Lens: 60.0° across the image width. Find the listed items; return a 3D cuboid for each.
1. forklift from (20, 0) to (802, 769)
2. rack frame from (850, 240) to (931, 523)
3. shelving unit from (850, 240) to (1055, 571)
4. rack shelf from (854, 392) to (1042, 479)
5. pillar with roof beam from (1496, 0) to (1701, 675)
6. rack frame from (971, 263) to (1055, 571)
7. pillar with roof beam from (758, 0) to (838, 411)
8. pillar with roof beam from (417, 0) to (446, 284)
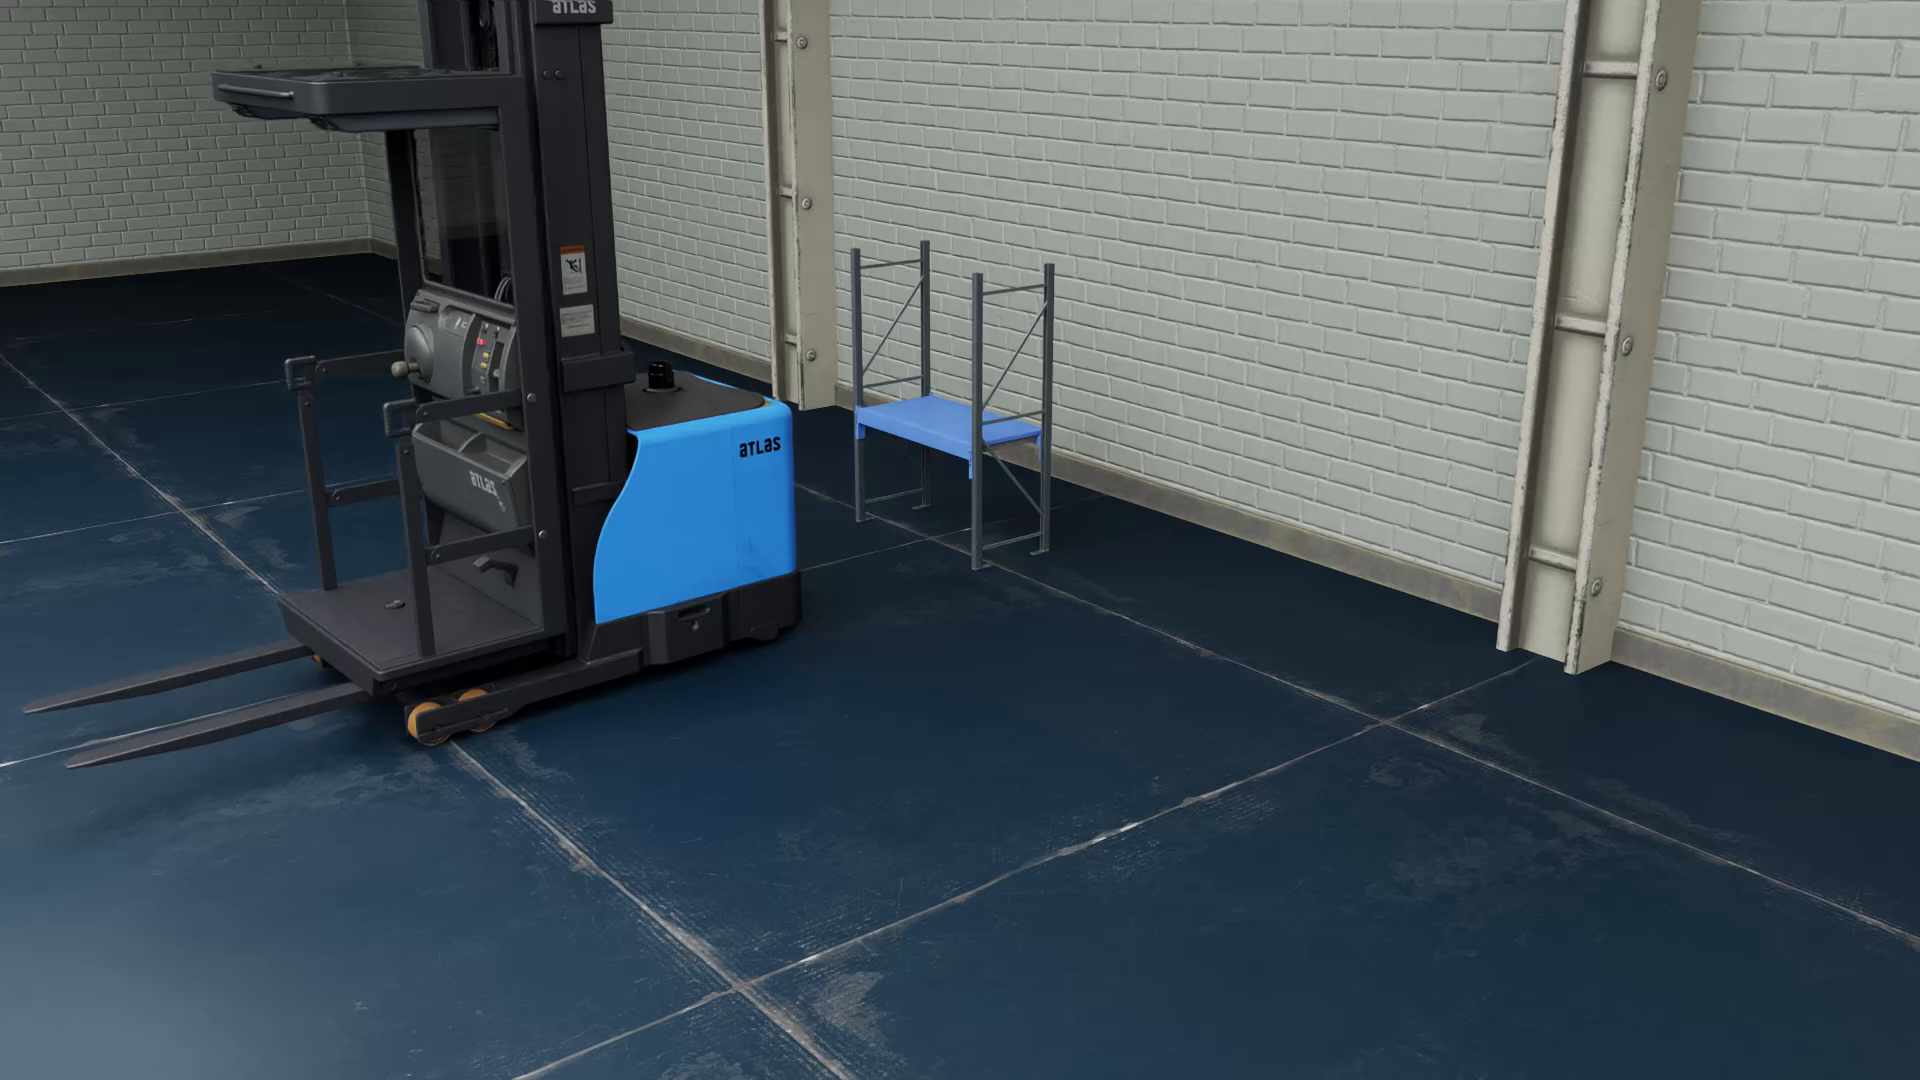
[{"bbox_3d":[-2.165,-0.779,6.551,3.031,2.935,1.130,-15,24,-38],"label":"forklift"},{"bbox_3d":[-0.369,-0.858,9.068,0.500,1.500,0.032,-14,23,-36],"label":"rack frame"},{"bbox_3d":[-0.053,-0.733,8.690,0.538,1.500,1.048,-14,23,-36],"label":"shelving unit"},{"bbox_3d":[-0.053,-0.562,8.747,0.538,0.185,1.000,-14,23,-36],"label":"rack shelf"},{"bbox_3d":[-0.746,-2.932,3.402,9.100,9.000,0.400,-14,23,-36],"label":"pillar with roof beam"},{"bbox_3d":[0.263,-0.608,8.312,0.500,1.500,0.032,-14,23,-36],"label":"rack frame"},{"bbox_3d":[-4.472,-4.411,7.867,9.100,9.000,0.400,-14,23,-36],"label":"pillar with roof beam"},{"bbox_3d":[-8.197,-5.889,12.332,9.100,9.000,0.400,-14,23,-36],"label":"pillar with roof beam"}]
